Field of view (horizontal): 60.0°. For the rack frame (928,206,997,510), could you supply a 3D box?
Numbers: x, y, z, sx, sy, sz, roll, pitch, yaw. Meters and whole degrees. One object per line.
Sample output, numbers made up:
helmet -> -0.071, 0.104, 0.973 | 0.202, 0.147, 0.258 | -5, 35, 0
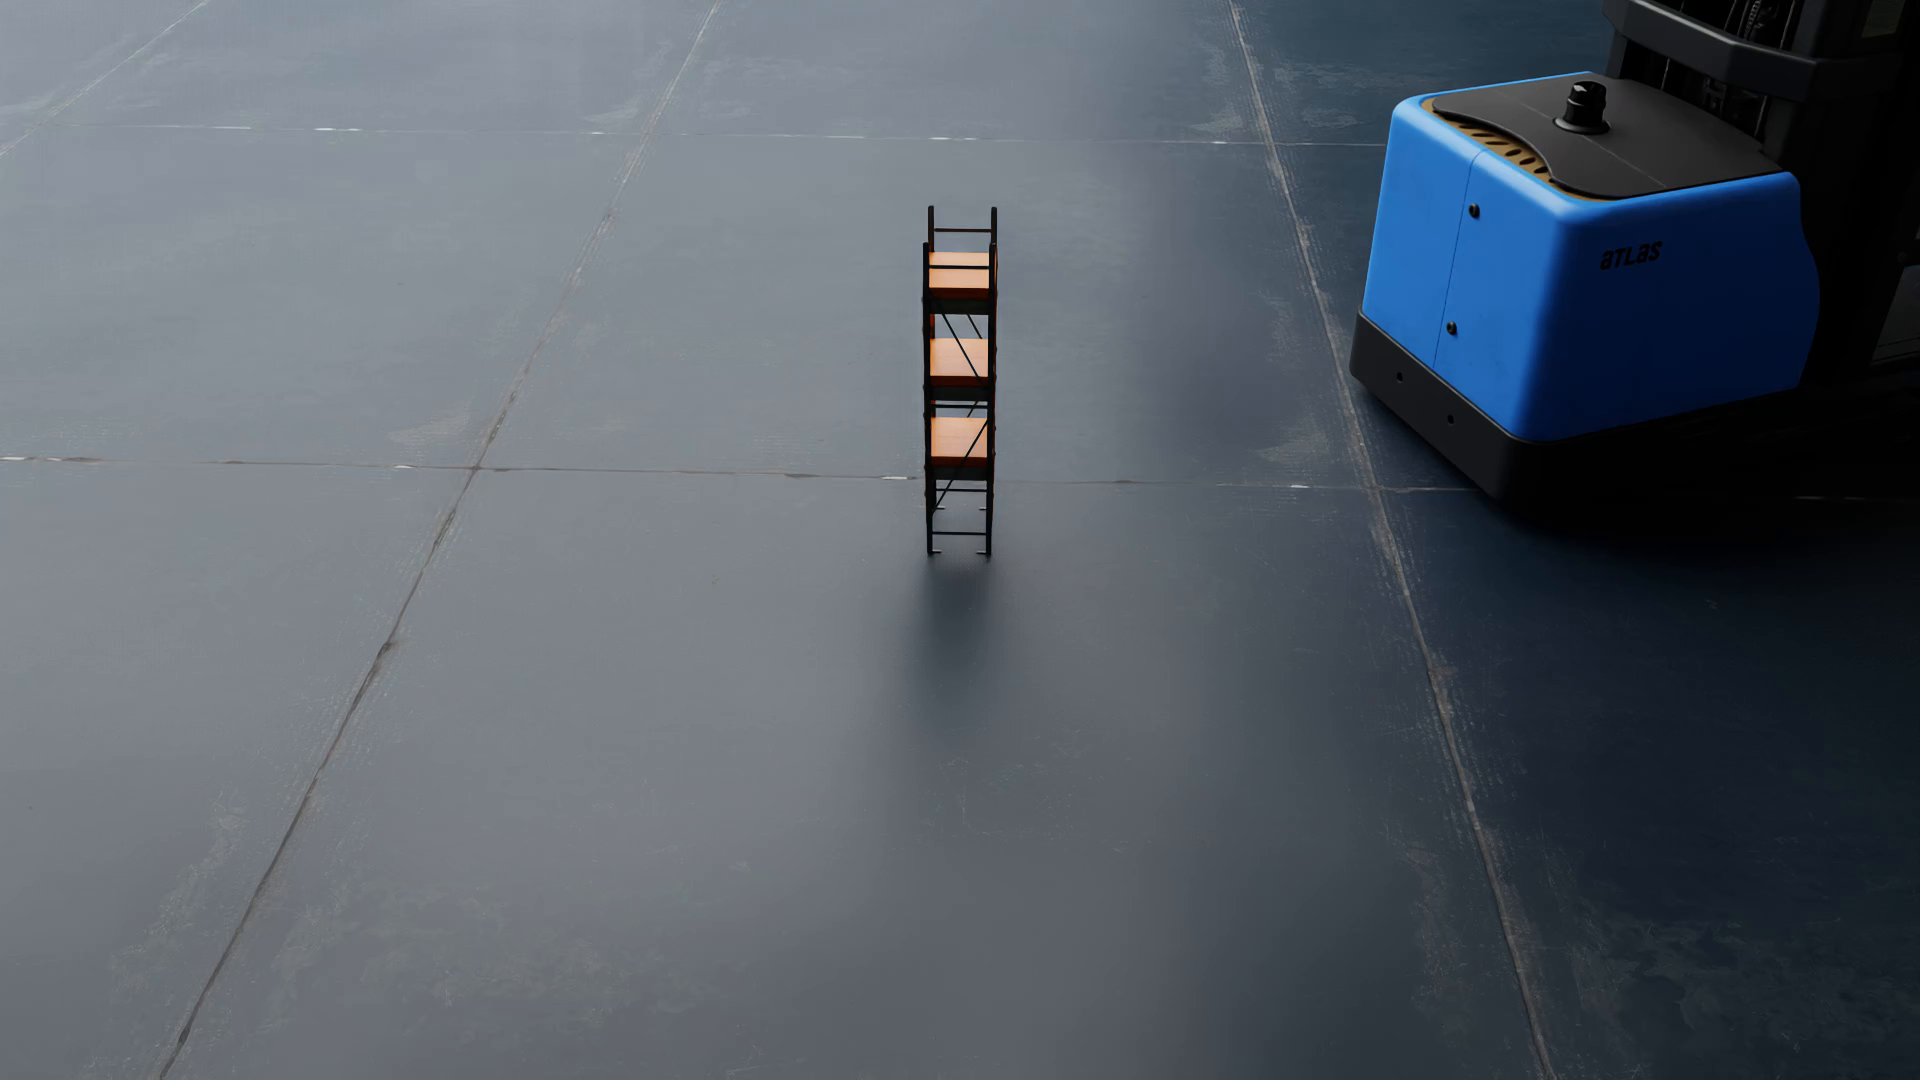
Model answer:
rack frame -> 0.007, -0.530, 5.092 | 0.200, 1.050, 0.008 | 1, 35, 2

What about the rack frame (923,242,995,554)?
rack frame -> -0.003, -0.390, 4.892 | 0.200, 1.050, 0.008 | 1, 35, 2

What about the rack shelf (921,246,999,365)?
rack shelf -> 0.002, -0.684, 4.835 | 0.215, 0.259, 0.240 | 1, 35, 2

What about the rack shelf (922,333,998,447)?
rack shelf -> 0.002, -0.452, 4.998 | 0.215, 0.259, 0.240 | 1, 35, 2

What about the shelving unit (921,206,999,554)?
shelving unit -> 0.002, -0.460, 4.992 | 0.215, 1.050, 0.252 | 1, 35, 2

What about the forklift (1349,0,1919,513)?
forklift -> 2.973, -1.807, 5.272 | 3.031, 2.935, 1.130 | -12, 37, -17

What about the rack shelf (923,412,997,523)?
rack shelf -> 0.002, -0.224, 5.158 | 0.215, 0.259, 0.240 | 1, 35, 2
